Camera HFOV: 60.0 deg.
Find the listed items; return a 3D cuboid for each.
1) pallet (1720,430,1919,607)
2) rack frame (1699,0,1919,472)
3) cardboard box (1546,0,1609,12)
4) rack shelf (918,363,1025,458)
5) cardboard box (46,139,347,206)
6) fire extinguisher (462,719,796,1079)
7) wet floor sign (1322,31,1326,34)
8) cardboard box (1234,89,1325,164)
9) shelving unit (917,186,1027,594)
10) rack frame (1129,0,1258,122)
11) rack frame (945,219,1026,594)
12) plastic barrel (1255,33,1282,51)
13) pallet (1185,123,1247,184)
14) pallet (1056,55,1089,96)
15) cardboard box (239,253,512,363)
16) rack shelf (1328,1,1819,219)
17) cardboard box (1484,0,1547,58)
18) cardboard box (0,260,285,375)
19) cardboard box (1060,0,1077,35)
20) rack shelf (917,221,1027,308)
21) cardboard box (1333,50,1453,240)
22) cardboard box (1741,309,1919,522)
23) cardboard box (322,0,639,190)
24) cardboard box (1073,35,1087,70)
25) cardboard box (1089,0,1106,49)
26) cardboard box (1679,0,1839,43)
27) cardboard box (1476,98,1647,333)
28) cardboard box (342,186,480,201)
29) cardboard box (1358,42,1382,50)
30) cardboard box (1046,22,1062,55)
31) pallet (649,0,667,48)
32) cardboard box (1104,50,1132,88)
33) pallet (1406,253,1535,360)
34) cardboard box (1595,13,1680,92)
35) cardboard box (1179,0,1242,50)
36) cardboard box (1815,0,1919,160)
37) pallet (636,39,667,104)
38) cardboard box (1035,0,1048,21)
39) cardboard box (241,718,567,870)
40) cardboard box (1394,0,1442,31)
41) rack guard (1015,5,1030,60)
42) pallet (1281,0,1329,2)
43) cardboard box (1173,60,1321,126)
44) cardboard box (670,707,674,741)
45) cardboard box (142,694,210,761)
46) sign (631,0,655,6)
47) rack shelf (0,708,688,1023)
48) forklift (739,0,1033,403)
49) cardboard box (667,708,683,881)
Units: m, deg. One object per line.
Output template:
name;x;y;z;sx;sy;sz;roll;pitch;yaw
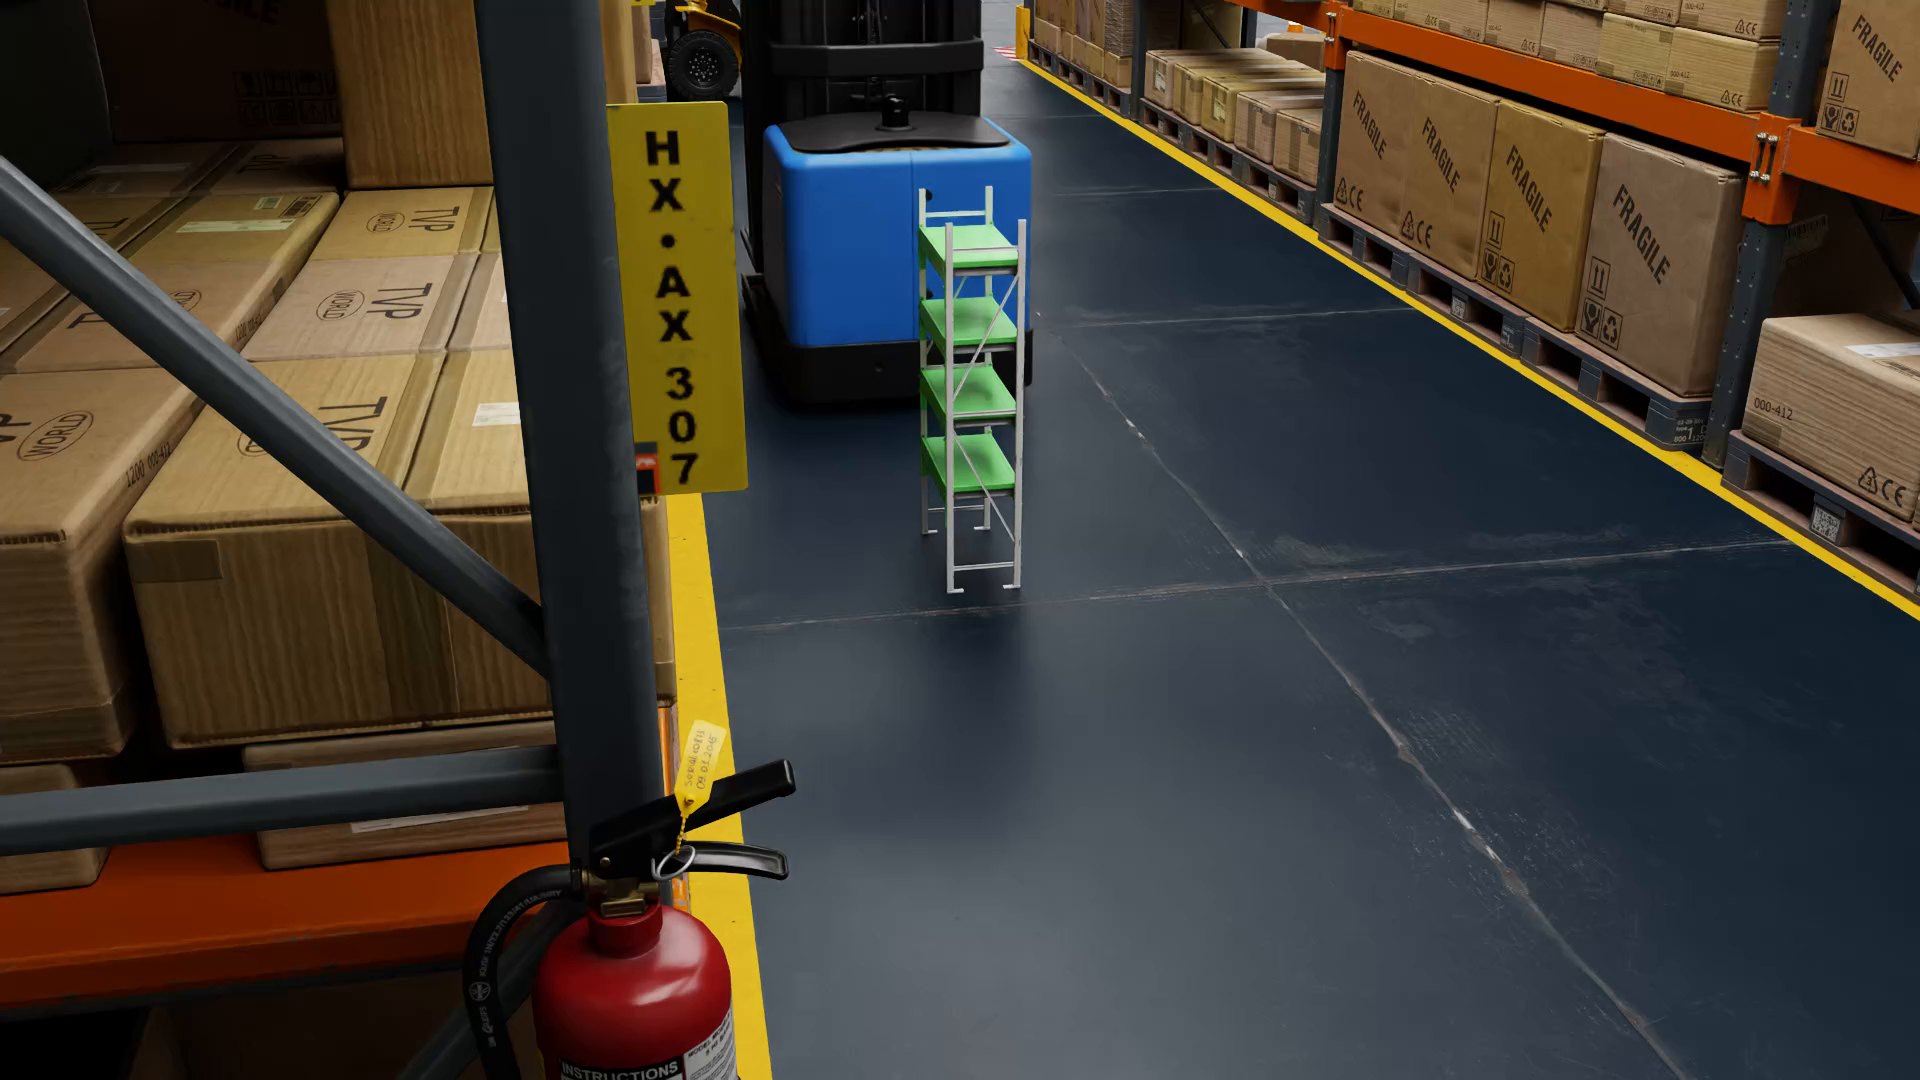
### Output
pallet;3.437;-0.112;5.743;1.003;0.211;1.213;-4;24;-10
rack frame;3.374;-1.695;5.883;1.000;3.000;0.127;-4;24;-10
cardboard box;2.852;-2.410;7.083;0.500;0.250;0.500;-4;24;-8
rack shelf;0.031;-0.426;5.386;0.258;0.148;0.480;-4;24;-10
cardboard box;-1.388;-0.585;3.158;0.500;0.250;0.500;-4;24;-10
fire extinguisher;-0.283;0.477;1.472;0.296;0.674;0.183;-4;24;-10
wet floor sign;4.049;-5.607;17.781;0.267;0.644;0.232;-9;25;-19
cardboard box;2.395;-2.769;11.101;0.950;0.372;0.625;-5;24;-11
shelving unit;0.031;-0.485;5.361;0.258;1.200;0.503;-4;24;-10
rack frame;1.894;-4.841;13.087;1.000;3.000;0.127;-4;24;-10
rack frame;0.076;-0.389;5.141;0.240;1.200;0.015;-4;24;-10
plastic barrel;3.024;-4.534;15.602;0.512;0.421;0.421;13;27;27
pallet;2.269;-2.777;11.844;1.003;0.211;1.213;-4;24;-10
pallet;1.506;-4.306;15.345;1.003;0.211;1.213;-4;24;-10
cardboard box;-0.677;-0.217;2.314;0.500;0.250;0.500;-4;24;-9
rack shelf;3.004;-2.152;7.828;1.077;0.370;4.000;-4;24;-10
cardboard box;2.775;-2.387;7.655;0.500;0.250;0.500;-4;24;-10
cardboard box;-1.204;-0.184;2.240;0.500;0.250;0.500;-4;24;-10
cardboard box;1.223;-4.940;15.288;0.500;0.500;0.500;-4;24;-9
rack shelf;0.031;-0.866;5.194;0.258;0.148;0.480;-4;24;-10
cardboard box;2.680;-2.209;9.190;0.875;0.875;0.875;-5;24;-10
cardboard box;3.384;-0.458;5.728;0.875;0.438;0.875;-5;24;-11
cardboard box;-0.861;-0.952;3.061;0.500;0.500;0.500;-4;24;-8
cardboard box;1.323;-4.396;14.977;0.500;0.250;0.500;-4;24;-9
cardboard box;1.425;-4.530;14.349;0.500;0.500;0.500;-4;24;-9
cardboard box;3.053;-2.011;6.168;0.500;0.250;0.500;-4;24;-10
cardboard box;3.006;-1.506;7.581;0.875;0.875;0.875;-4;24;-8
cardboard box;-0.889;-0.616;3.227;0.500;0.250;0.500;-5;24;-11
cardboard box;3.638;-4.186;13.765;0.500;0.500;0.500;-4;24;-10
cardboard box;1.119;-4.808;15.922;0.500;0.250;0.500;-3;24;-8
pallet;-2.049;-2.550;8.080;1.213;0.211;1.003;-4;24;-10
cardboard box;1.521;-3.986;14.041;0.500;0.250;0.500;-3;24;-7
pallet;2.928;-1.196;8.224;1.003;0.211;1.213;-4;24;-10
cardboard box;2.950;-1.984;6.733;0.500;0.250;0.500;-5;24;-10
cardboard box;2.051;-4.370;13.981;0.500;0.500;0.500;-3;24;-7
cardboard box;3.203;-1.537;5.396;0.500;0.500;0.500;-4;24;-8
pallet;-1.544;-1.560;5.815;1.003;0.211;1.213;-4;24;-10
cardboard box;1.037;-5.344;16.211;0.500;0.500;0.500;-5;24;-12
cardboard box;-0.555;0.213;1.828;0.380;0.149;0.250;-4;24;-10
cardboard box;2.589;-2.788;8.572;0.500;0.250;0.500;-5;24;-11
rack guard;1.169;-5.239;17.122;1.175;0.500;0.348;-4;24;-10
pallet;2.397;-3.453;10.147;1.213;0.211;1.003;-4;24;-10
cardboard box;2.130;-3.341;12.410;0.950;0.372;0.625;-3;24;-6
cardboard box;-1.096;0.206;4.130;0.700;0.500;0.500;-5;24;-12
cardboard box;-1.076;0.148;1.978;0.380;0.149;0.250;-4;24;-8
sign;-0.972;-1.766;4.964;0.100;0.325;0.005;-4;24;-10
rack shelf;-1.134;-0.210;3.381;1.077;0.370;4.000;-4;24;-10
forklift;-0.497;-2.471;7.746;1.130;2.935;3.031;-5;24;-11
cardboard box;-0.904;0.614;3.195;0.700;0.500;0.500;-3;24;-8
